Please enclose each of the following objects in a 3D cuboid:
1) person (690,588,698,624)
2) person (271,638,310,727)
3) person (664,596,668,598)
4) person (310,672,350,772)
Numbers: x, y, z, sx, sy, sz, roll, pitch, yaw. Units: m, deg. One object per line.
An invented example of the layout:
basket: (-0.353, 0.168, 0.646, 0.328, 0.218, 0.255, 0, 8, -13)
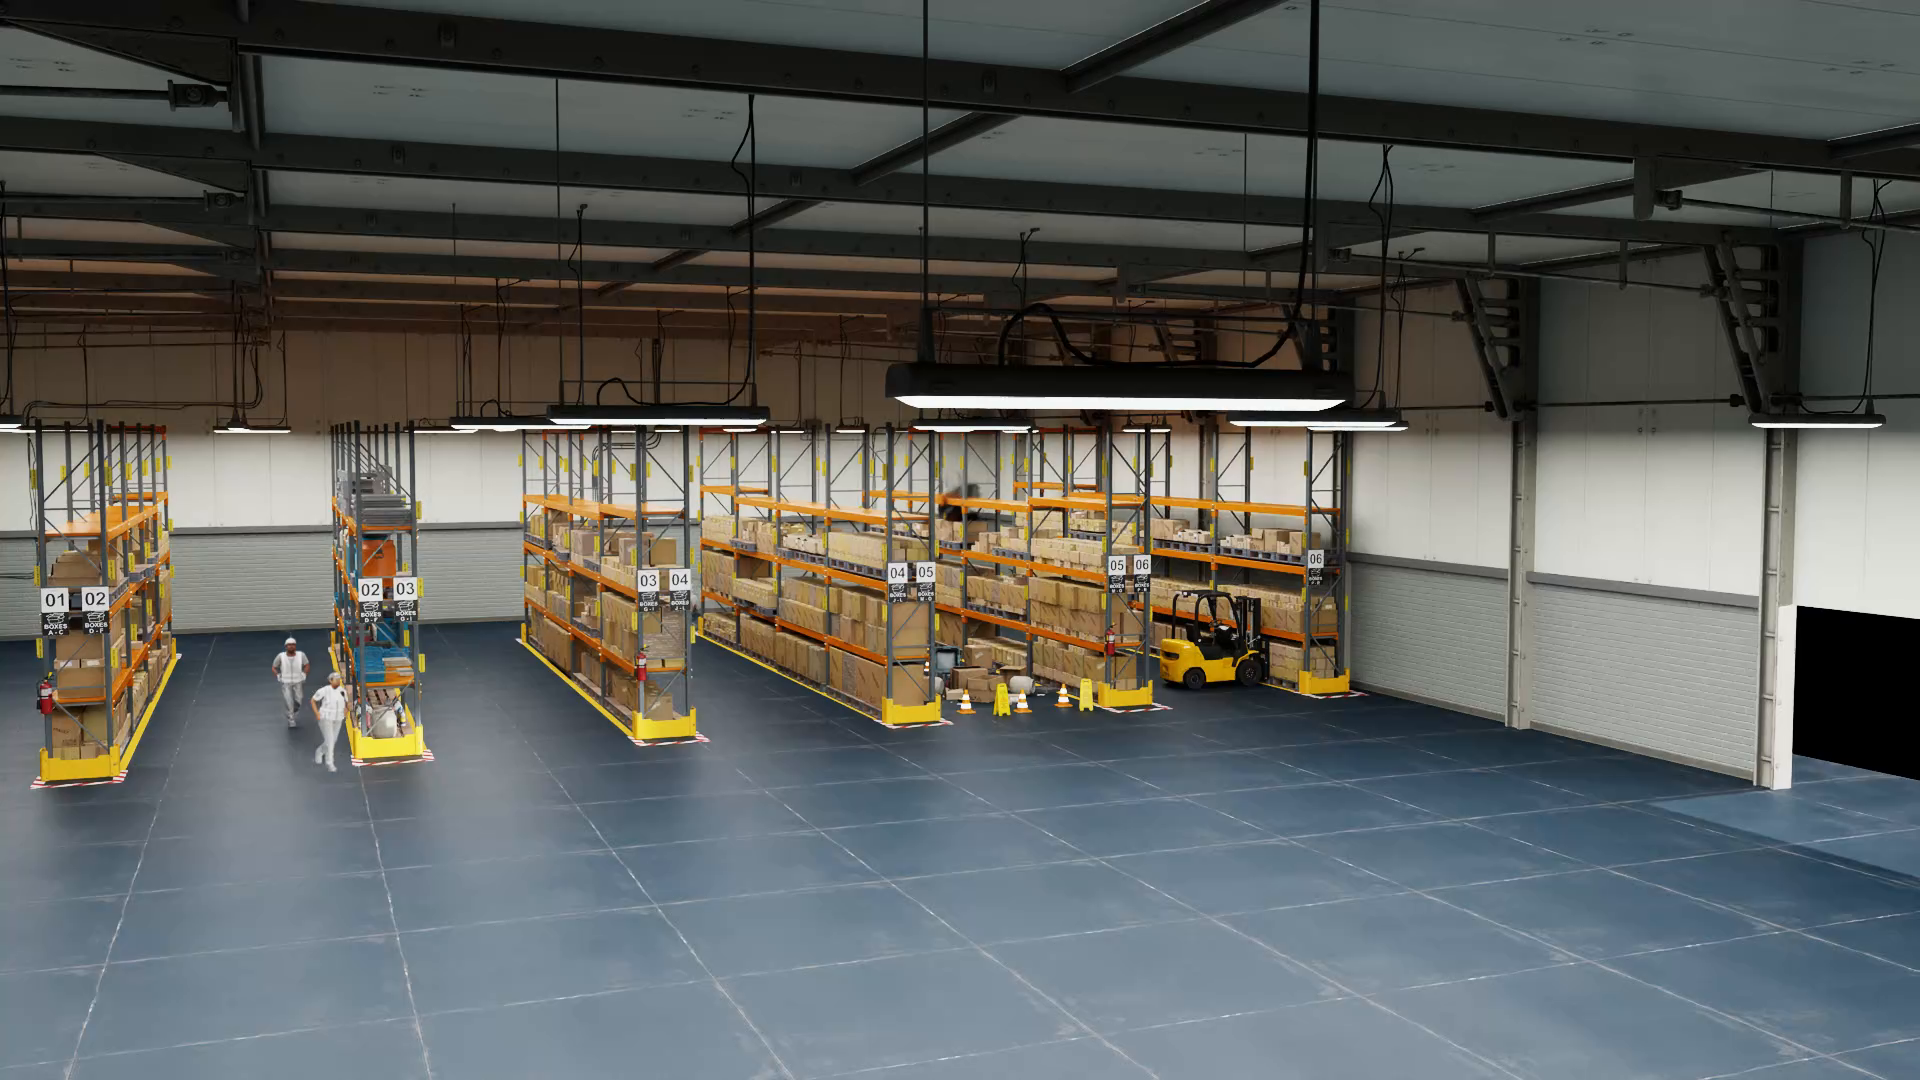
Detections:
person: (-7.343, 2.085, 44.383, 0.645, 1.693, 0.877, -2, 4, -29)
person: (-13.186, 2.803, 32.796, 0.709, 1.743, 0.604, -2, 4, -28)
person: (-8.652, 1.943, 47.541, 0.658, 1.645, 0.734, 1, 4, 15)
person: (-10.840, 3.119, 28.726, 0.737, 1.664, 0.628, 3, 5, 38)
